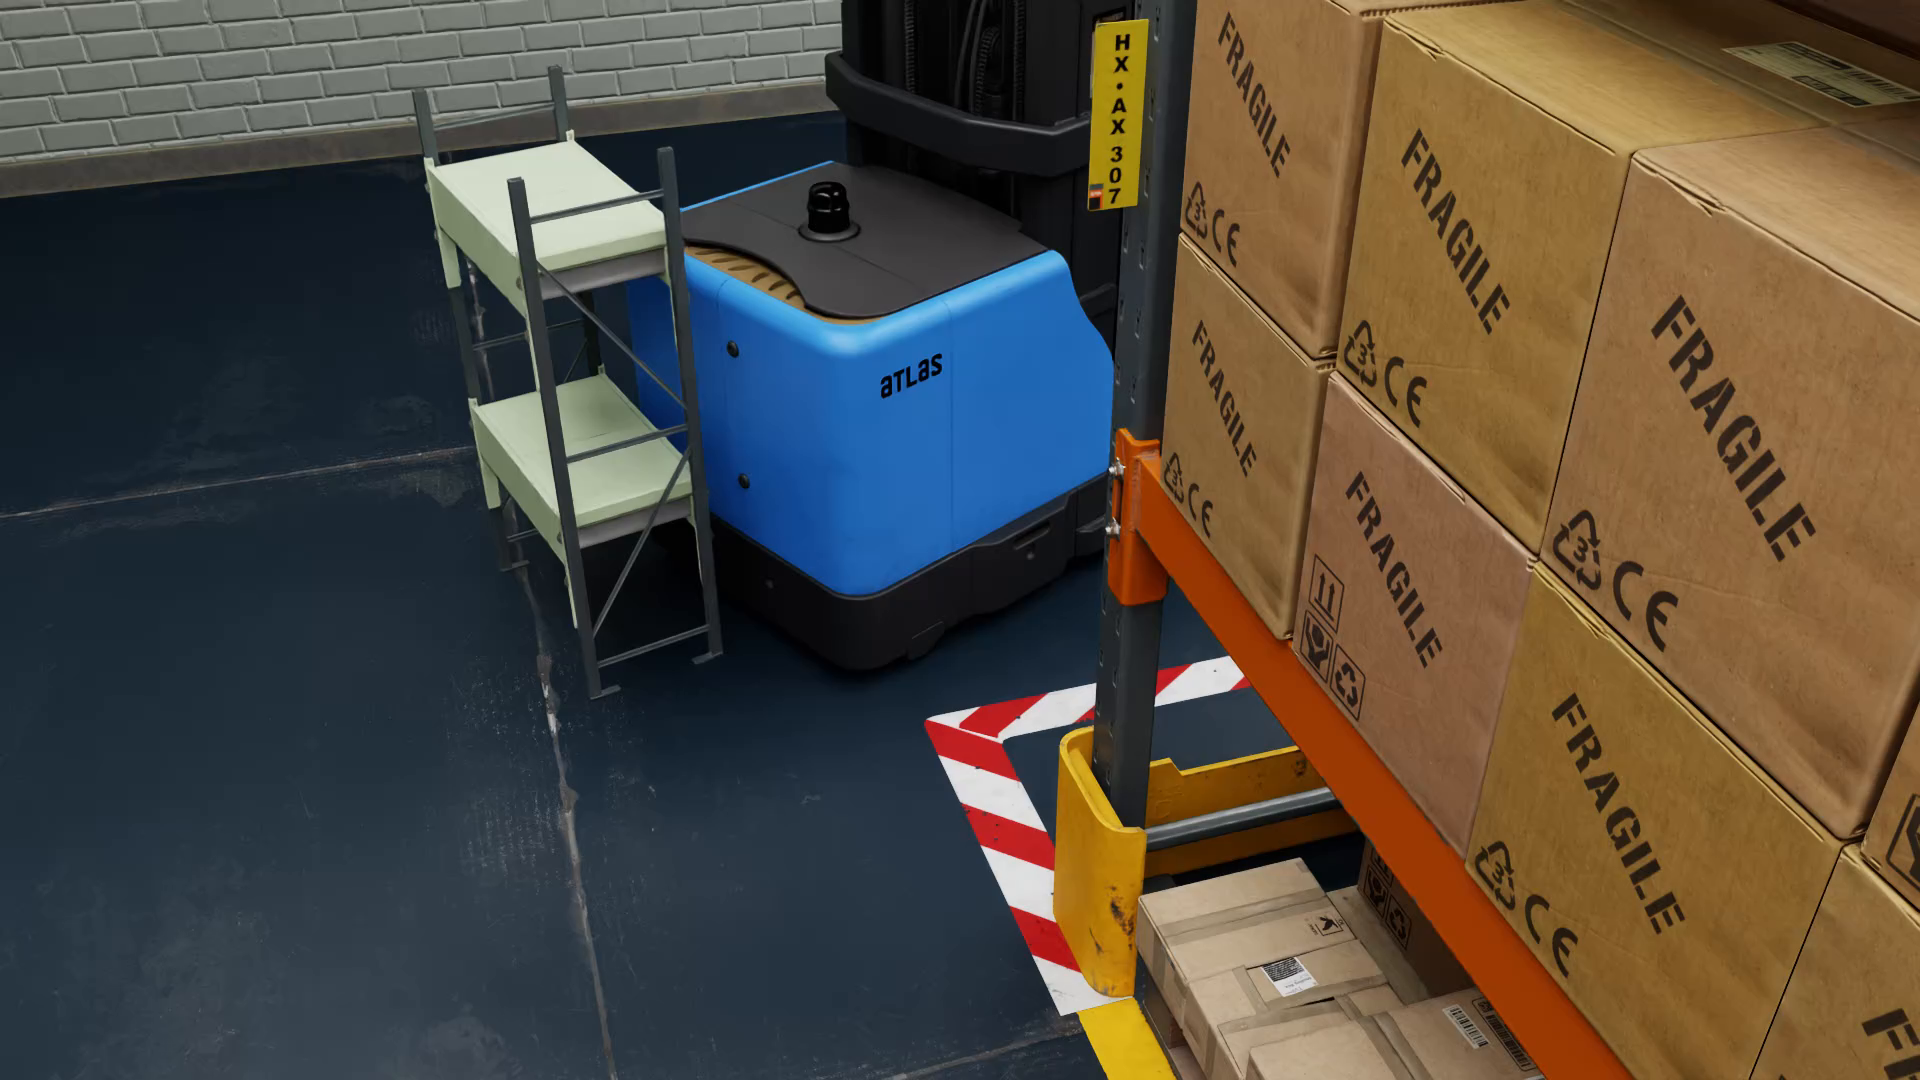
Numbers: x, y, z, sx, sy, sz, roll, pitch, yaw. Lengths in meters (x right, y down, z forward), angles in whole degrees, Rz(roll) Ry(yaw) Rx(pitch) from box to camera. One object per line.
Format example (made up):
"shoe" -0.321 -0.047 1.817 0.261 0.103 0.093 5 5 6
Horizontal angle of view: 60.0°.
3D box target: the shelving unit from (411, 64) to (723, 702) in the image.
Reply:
"shelving unit" -1.045 -0.415 4.518 0.431 1.500 0.755 -19 38 -26

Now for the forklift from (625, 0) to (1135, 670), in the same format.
"forklift" 0.449 -1.567 4.962 3.031 2.935 1.130 -28 43 -35

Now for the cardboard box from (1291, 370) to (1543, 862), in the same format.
"cardboard box" 0.835 0.056 2.354 0.500 0.500 0.500 -10 35 -15

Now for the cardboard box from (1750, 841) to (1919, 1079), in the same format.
"cardboard box" 1.136 0.582 1.557 0.500 0.500 0.500 -10 35 -14

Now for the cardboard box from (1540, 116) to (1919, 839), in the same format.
"cardboard box" 0.987 -0.095 1.675 0.500 0.500 0.500 -10 35 -14

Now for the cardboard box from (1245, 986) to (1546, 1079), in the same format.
"cardboard box" 0.836 1.109 2.945 0.500 0.250 0.500 -10 35 -15

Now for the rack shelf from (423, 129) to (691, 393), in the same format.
"rack shelf" -1.045 -0.741 4.303 0.431 0.370 0.720 -19 38 -26

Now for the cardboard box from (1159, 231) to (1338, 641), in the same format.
"cardboard box" 0.672 -0.214 2.763 0.500 0.500 0.500 -9 35 -14

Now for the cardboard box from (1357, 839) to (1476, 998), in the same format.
"cardboard box" 1.188 0.653 3.409 0.500 0.500 0.500 -10 35 -15

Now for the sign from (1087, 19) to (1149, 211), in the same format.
"sign" 0.271 -0.720 2.833 0.100 0.325 0.005 -10 35 -15

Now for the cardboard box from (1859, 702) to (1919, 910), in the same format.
"cardboard box" 1.143 0.172 1.272 0.500 0.500 0.500 -10 35 -15

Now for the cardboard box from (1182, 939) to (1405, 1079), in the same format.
"cardboard box" 0.665 0.957 3.251 0.380 0.166 0.250 -10 35 -15

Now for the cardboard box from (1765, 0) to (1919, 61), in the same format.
"cardboard box" 1.340 -0.456 2.222 0.500 0.500 0.500 -9 35 -13

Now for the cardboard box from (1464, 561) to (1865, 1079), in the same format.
"cardboard box" 0.985 0.320 1.955 0.500 0.500 0.500 -10 35 -15

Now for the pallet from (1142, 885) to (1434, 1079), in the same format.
"pallet" 1.055 1.172 3.285 1.003 0.211 1.213 -10 35 -15

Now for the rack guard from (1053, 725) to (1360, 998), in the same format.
"rack guard" 0.811 0.633 3.839 1.175 0.500 0.348 -10 35 -15

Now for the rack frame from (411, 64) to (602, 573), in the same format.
"rack frame" -1.239 -0.587 4.777 0.400 1.500 0.023 -19 38 -26

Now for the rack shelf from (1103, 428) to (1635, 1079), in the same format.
"rack shelf" 1.398 0.900 1.819 1.077 0.370 4.000 -10 35 -15

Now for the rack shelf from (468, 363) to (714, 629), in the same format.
"rack shelf" -1.045 -0.143 4.698 0.431 0.370 0.720 -19 38 -26

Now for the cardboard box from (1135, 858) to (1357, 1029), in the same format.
"cardboard box" 0.588 0.834 3.455 0.380 0.149 0.250 -10 35 -15

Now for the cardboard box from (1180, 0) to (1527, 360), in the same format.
"cardboard box" 0.672 -0.632 2.487 0.500 0.500 0.500 -9 35 -13

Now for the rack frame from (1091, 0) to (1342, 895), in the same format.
"rack frame" 0.788 -0.450 3.210 1.000 3.000 0.127 -10 35 -15

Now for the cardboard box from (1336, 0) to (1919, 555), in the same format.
"cardboard box" 0.839 -0.358 2.074 0.500 0.500 0.500 -10 35 -14

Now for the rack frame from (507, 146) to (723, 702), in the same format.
"rack frame" -0.852 -0.244 4.259 0.400 1.500 0.023 -19 38 -26
